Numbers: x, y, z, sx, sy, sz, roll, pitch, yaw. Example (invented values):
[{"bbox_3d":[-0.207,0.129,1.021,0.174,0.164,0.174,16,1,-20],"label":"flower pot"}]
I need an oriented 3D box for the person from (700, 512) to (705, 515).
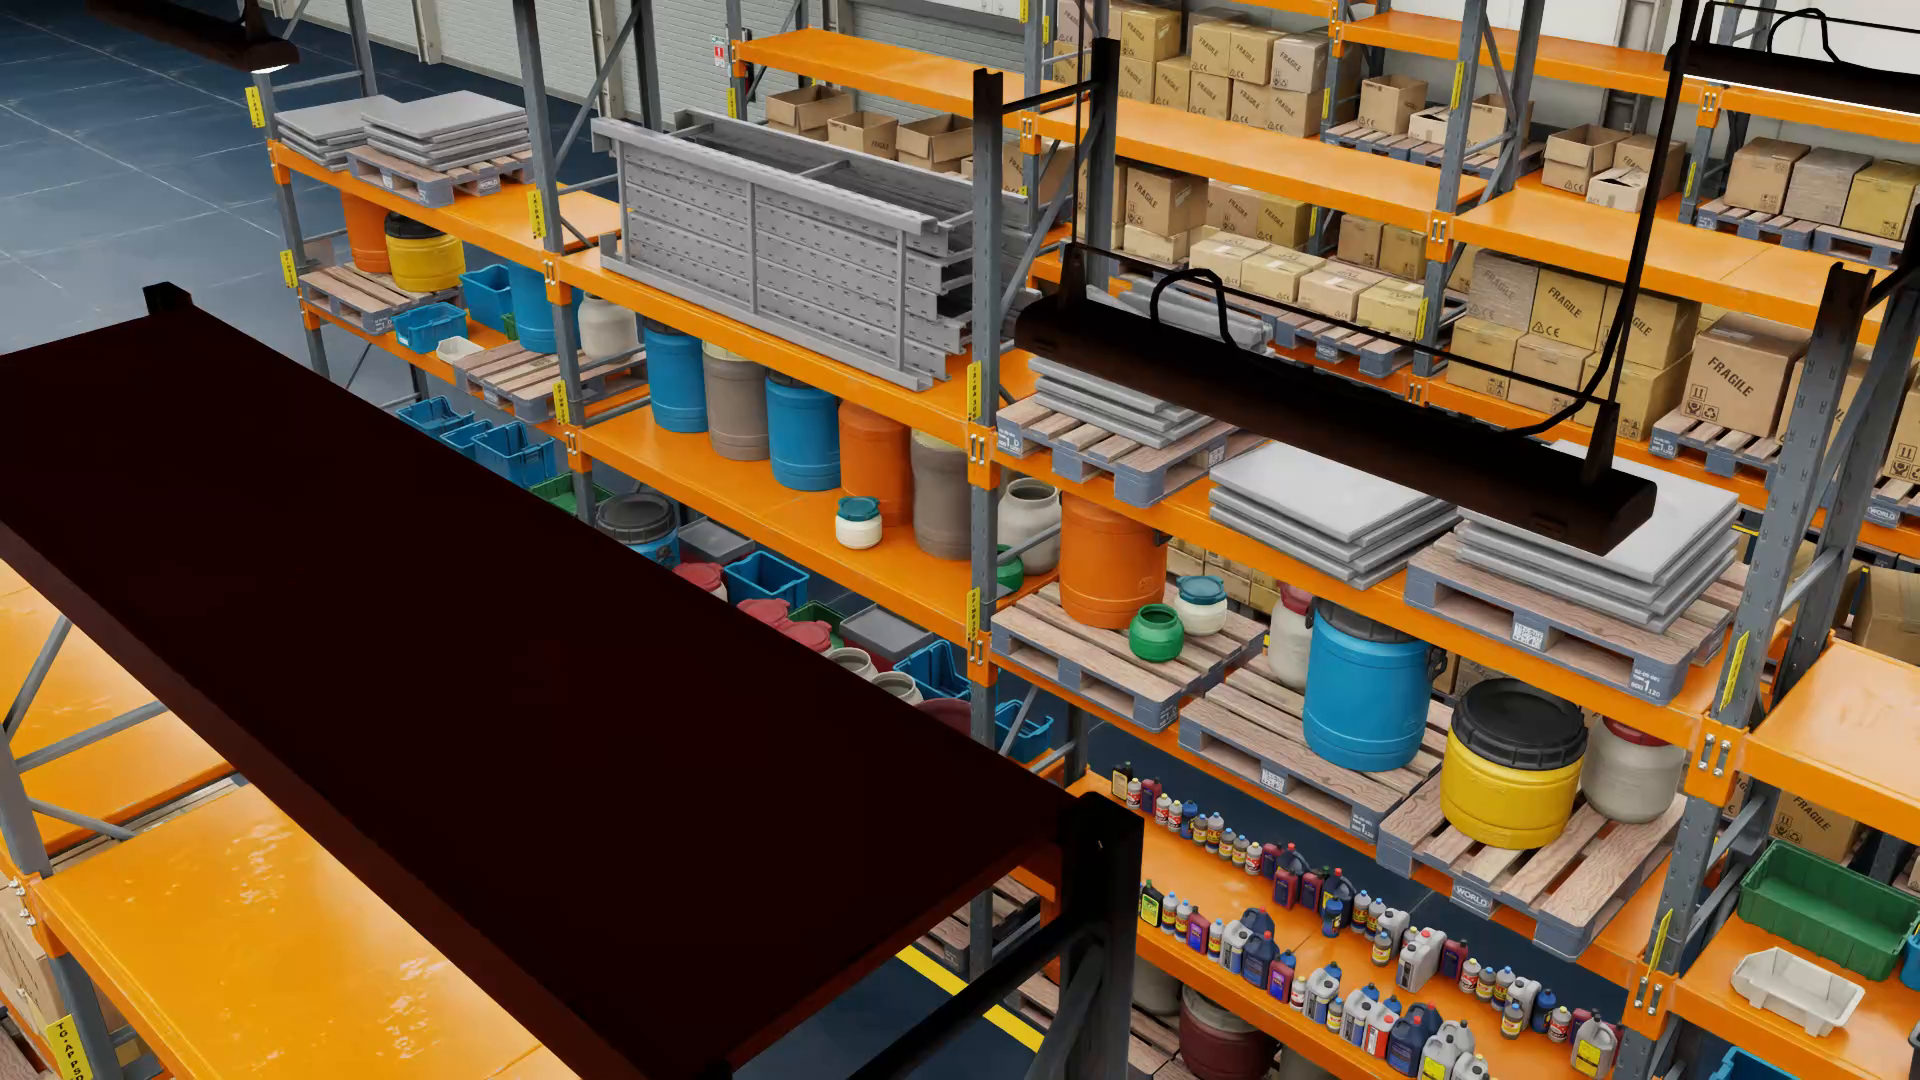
[{"bbox_3d":[-2.304,-1.012,16.219,0.591,1.771,0.502,-19,34,-30],"label":"person"}]
